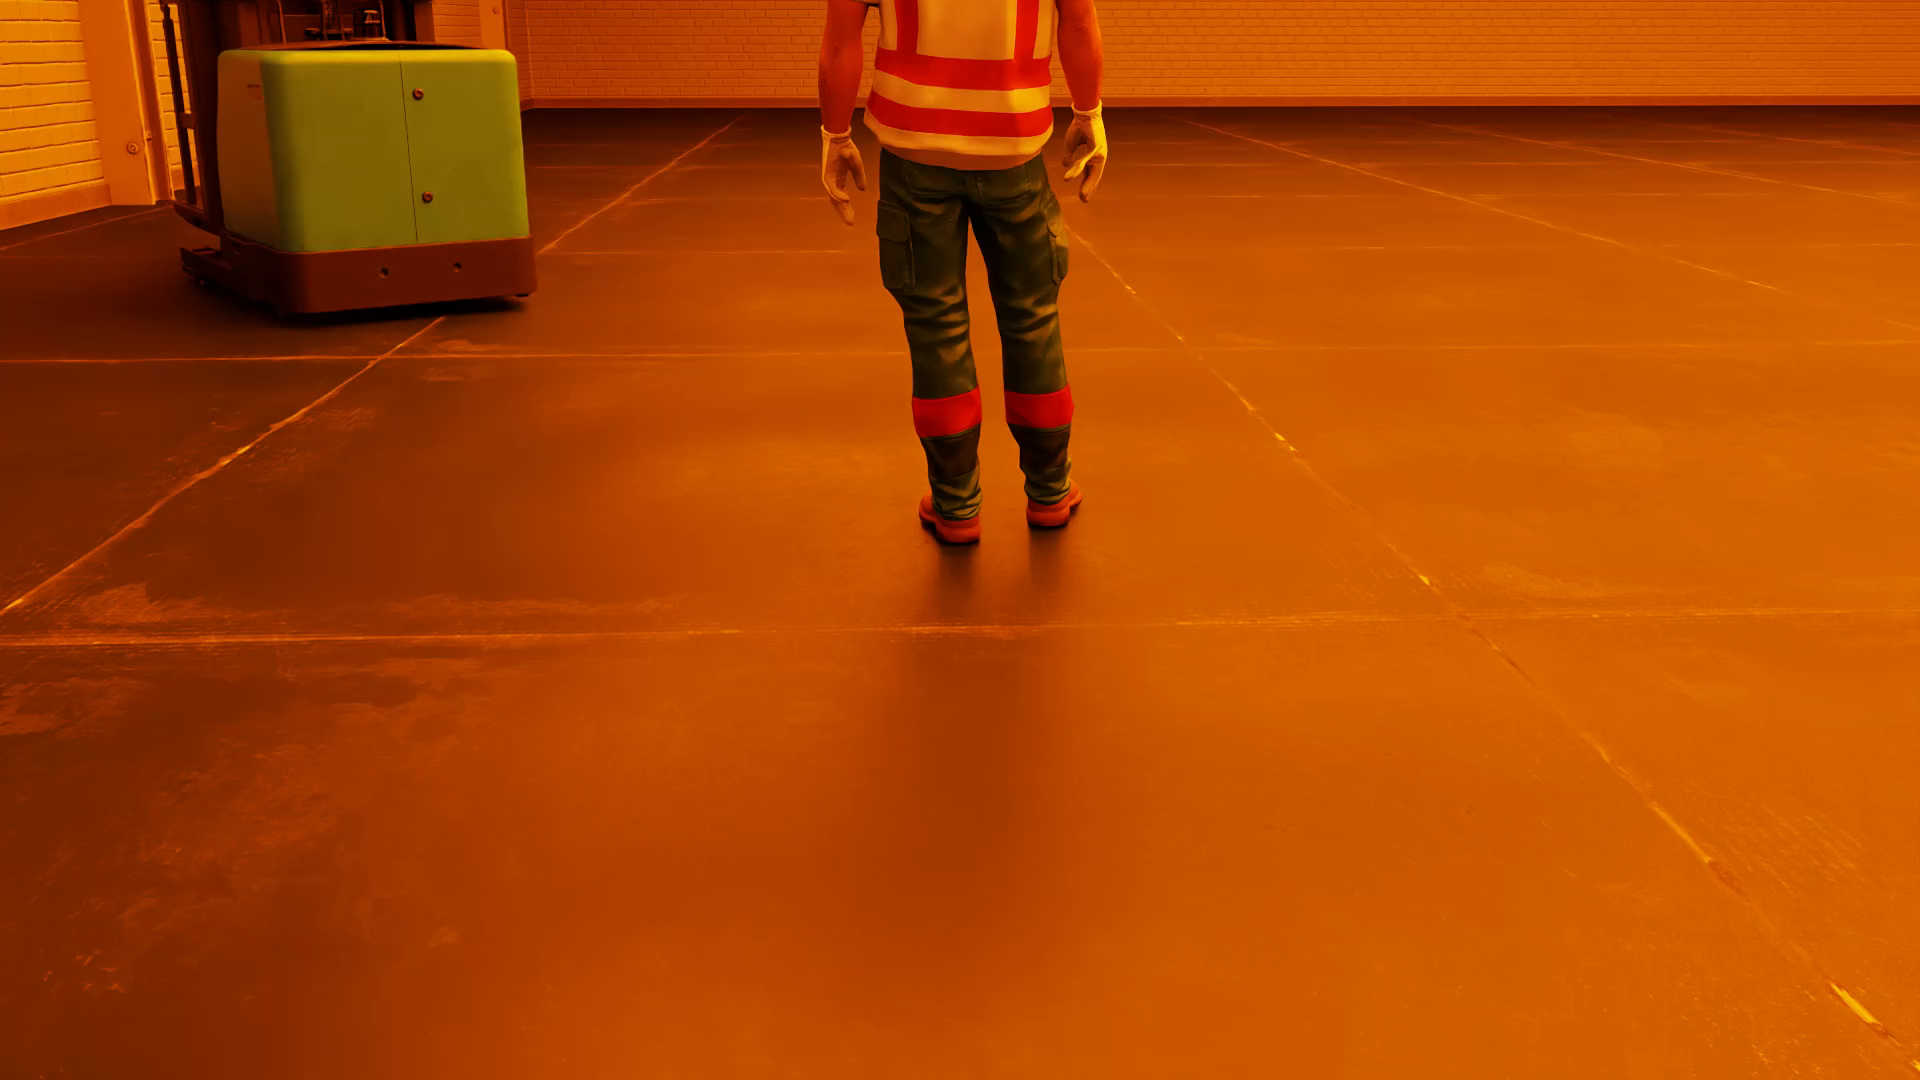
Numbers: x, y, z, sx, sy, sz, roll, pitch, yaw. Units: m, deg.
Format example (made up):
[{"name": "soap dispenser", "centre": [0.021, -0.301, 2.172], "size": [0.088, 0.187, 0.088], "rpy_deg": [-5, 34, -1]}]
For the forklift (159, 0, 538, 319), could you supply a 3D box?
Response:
[{"name": "forklift", "centre": [-3.089, -2.672, 7.640], "size": [1.130, 2.935, 3.031], "rpy_deg": [-12, 21, -34]}]

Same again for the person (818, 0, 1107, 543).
[{"name": "person", "centre": [0.008, -0.886, 3.731], "size": [0.637, 1.787, 0.564], "rpy_deg": [-1, 17, -3]}]
